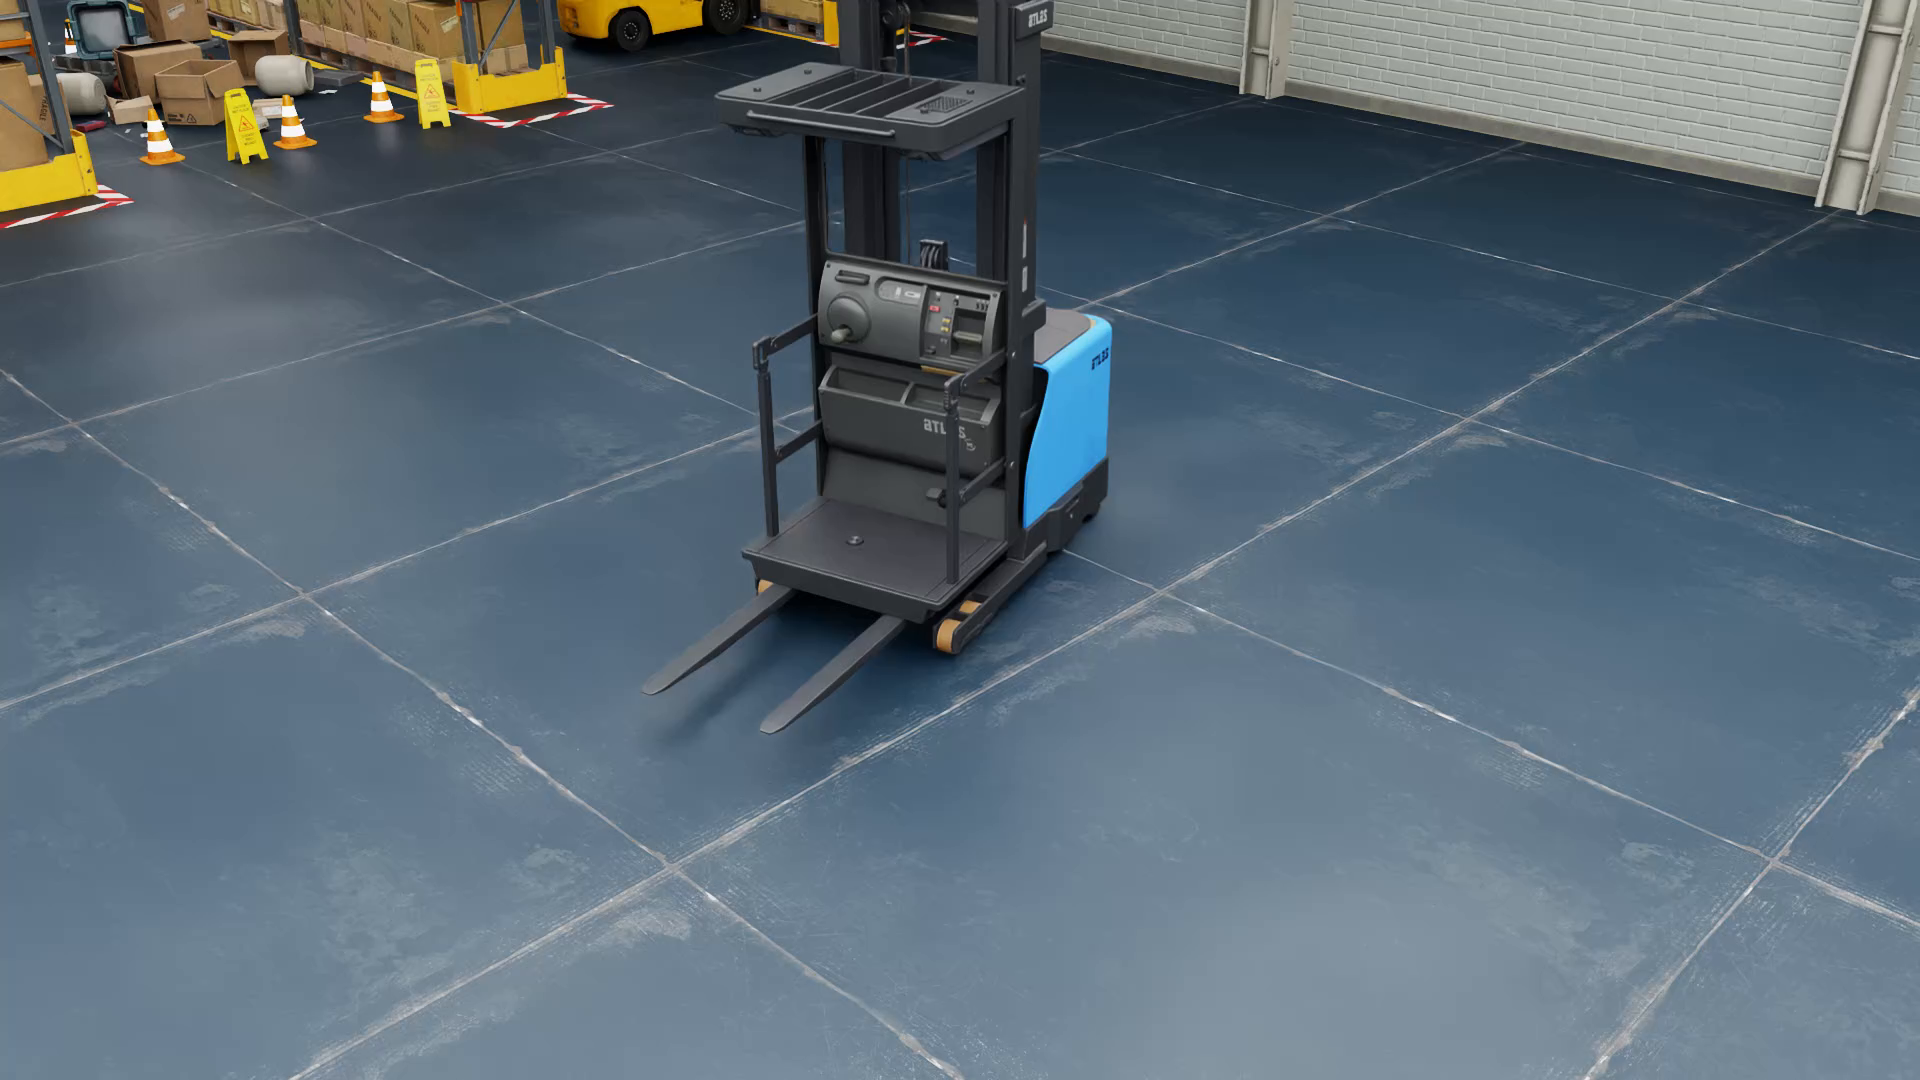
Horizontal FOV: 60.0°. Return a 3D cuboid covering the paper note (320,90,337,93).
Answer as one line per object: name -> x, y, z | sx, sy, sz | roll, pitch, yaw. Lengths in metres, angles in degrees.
paper note -> -6.802, -4.836, 17.914 | 0.148, 0.019, 0.142 | 12, 30, 22

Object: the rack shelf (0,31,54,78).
rack shelf -> -9.469, -4.562, 14.976 | 4.000, 0.370, 1.077 | 25, 36, 38

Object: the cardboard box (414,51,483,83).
cardboard box -> -5.427, -5.054, 17.643 | 0.500, 0.250, 0.500 | 24, 36, 38

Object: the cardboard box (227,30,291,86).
cardboard box -> -7.687, -5.302, 18.293 | 0.500, 0.500, 0.500 | -3, 28, -5

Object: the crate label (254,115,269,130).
crate label -> -6.995, -4.105, 16.410 | 0.298, 0.136, 0.250 | 7, 29, 13

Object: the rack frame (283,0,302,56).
rack frame -> -7.497, -7.208, 19.236 | 0.127, 3.000, 1.000 | 25, 36, 38

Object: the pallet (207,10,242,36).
pallet -> -8.927, -6.626, 21.124 | 1.213, 0.211, 1.003 | 25, 36, 38

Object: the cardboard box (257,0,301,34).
cardboard box -> -7.873, -6.402, 20.074 | 0.950, 0.372, 0.625 | -25, 37, -39

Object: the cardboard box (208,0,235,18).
cardboard box -> -8.885, -6.861, 20.948 | 0.950, 0.372, 0.625 | -24, 36, -38

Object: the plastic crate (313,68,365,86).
plastic crate -> -6.952, -5.132, 18.424 | 0.583, 0.080, 0.402 | 12, 30, 22

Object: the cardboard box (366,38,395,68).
cardboard box -> -6.151, -5.387, 18.276 | 0.500, 0.250, 0.500 | 23, 35, 37

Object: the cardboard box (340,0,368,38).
cardboard box -> -6.507, -5.887, 18.420 | 0.500, 0.500, 0.500 | -23, 35, -37

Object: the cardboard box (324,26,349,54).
cardboard box -> -6.877, -5.725, 18.918 | 0.500, 0.250, 0.500 | -23, 35, -36

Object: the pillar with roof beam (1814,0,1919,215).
pillar with roof beam -> 4.507, -5.389, 9.330 | 0.400, 9.000, 9.100 | 25, 36, 38

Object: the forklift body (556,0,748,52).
forklift body -> -3.798, -7.189, 20.112 | 1.214, 2.155, 2.313 | 25, 36, 38

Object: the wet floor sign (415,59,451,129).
wet floor sign -> -5.259, -4.444, 16.509 | 0.267, 0.644, 0.232 | -13, 30, -22

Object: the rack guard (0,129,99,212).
rack guard -> -8.026, -3.113, 14.134 | 0.348, 0.500, 1.175 | 25, 36, 38

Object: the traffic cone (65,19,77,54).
traffic cone -> -10.271, -5.788, 19.261 | 0.334, 0.463, 0.336 | 25, 36, 38

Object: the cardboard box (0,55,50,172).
cardboard box -> -8.573, -3.672, 14.343 | 0.875, 0.875, 0.875 | 25, 37, 39

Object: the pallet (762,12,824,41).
pallet -> -1.742, -6.553, 20.986 | 1.213, 0.211, 1.003 | 25, 36, 38

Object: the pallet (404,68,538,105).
pallet -> -5.253, -4.971, 17.976 | 1.213, 0.211, 1.003 | 25, 36, 38

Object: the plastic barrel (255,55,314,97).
plastic barrel -> -7.179, -4.935, 17.680 | 0.512, 0.421, 0.421 | -3, 28, -5

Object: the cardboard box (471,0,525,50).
cardboard box -> -5.043, -5.567, 17.811 | 0.500, 0.500, 0.500 | 23, 36, 37

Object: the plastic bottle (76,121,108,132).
plastic bottle -> -8.614, -4.117, 16.514 | 0.133, 0.061, 0.283 | 12, 30, 22

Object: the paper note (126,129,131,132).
paper note -> -8.220, -4.043, 16.428 | 0.032, 0.001, 0.123 | -7, 29, -14

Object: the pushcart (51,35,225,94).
pushcart -> -9.060, -5.275, 18.376 | 0.936, 0.377, 1.648 | 12, 30, 22

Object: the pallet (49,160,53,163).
pallet -> -8.668, -3.228, 14.663 | 1.213, 0.211, 1.003 | 25, 36, 38

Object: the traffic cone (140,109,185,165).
traffic cone -> -7.426, -3.749, 15.383 | 0.334, 0.463, 0.336 | 25, 36, 38

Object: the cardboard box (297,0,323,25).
cardboard box -> -7.265, -6.227, 19.067 | 0.500, 0.500, 0.500 | -23, 36, -37

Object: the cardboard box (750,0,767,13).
cardboard box -> -2.422, -6.901, 21.154 | 0.500, 0.250, 0.500 | -25, 37, -39

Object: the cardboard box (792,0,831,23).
cardboard box -> -1.724, -6.569, 20.523 | 0.500, 0.250, 0.500 | 25, 37, 39

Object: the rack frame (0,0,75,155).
rack frame -> -8.043, -4.228, 13.567 | 0.127, 3.000, 1.000 | 25, 36, 38

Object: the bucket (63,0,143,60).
bucket -> -9.182, -5.477, 17.828 | 0.726, 0.611, 0.620 | -13, 20, -22

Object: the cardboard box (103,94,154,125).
cardboard box -> -8.378, -4.373, 16.781 | 0.396, 0.266, 0.258 | -18, 33, -31

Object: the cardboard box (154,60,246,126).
cardboard box -> -7.672, -4.531, 16.827 | 0.637, 0.503, 0.797 | 2, 28, 4

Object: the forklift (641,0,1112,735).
forklift -> -0.342, -1.004, 7.510 | 1.130, 2.935, 3.031 | 14, 31, 25

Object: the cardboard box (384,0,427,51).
cardboard box -> -5.773, -5.548, 17.776 | 0.500, 0.500, 0.500 | -24, 36, -37

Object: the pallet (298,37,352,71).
pallet -> -6.993, -5.767, 19.491 | 1.213, 0.211, 1.003 | 25, 36, 38
